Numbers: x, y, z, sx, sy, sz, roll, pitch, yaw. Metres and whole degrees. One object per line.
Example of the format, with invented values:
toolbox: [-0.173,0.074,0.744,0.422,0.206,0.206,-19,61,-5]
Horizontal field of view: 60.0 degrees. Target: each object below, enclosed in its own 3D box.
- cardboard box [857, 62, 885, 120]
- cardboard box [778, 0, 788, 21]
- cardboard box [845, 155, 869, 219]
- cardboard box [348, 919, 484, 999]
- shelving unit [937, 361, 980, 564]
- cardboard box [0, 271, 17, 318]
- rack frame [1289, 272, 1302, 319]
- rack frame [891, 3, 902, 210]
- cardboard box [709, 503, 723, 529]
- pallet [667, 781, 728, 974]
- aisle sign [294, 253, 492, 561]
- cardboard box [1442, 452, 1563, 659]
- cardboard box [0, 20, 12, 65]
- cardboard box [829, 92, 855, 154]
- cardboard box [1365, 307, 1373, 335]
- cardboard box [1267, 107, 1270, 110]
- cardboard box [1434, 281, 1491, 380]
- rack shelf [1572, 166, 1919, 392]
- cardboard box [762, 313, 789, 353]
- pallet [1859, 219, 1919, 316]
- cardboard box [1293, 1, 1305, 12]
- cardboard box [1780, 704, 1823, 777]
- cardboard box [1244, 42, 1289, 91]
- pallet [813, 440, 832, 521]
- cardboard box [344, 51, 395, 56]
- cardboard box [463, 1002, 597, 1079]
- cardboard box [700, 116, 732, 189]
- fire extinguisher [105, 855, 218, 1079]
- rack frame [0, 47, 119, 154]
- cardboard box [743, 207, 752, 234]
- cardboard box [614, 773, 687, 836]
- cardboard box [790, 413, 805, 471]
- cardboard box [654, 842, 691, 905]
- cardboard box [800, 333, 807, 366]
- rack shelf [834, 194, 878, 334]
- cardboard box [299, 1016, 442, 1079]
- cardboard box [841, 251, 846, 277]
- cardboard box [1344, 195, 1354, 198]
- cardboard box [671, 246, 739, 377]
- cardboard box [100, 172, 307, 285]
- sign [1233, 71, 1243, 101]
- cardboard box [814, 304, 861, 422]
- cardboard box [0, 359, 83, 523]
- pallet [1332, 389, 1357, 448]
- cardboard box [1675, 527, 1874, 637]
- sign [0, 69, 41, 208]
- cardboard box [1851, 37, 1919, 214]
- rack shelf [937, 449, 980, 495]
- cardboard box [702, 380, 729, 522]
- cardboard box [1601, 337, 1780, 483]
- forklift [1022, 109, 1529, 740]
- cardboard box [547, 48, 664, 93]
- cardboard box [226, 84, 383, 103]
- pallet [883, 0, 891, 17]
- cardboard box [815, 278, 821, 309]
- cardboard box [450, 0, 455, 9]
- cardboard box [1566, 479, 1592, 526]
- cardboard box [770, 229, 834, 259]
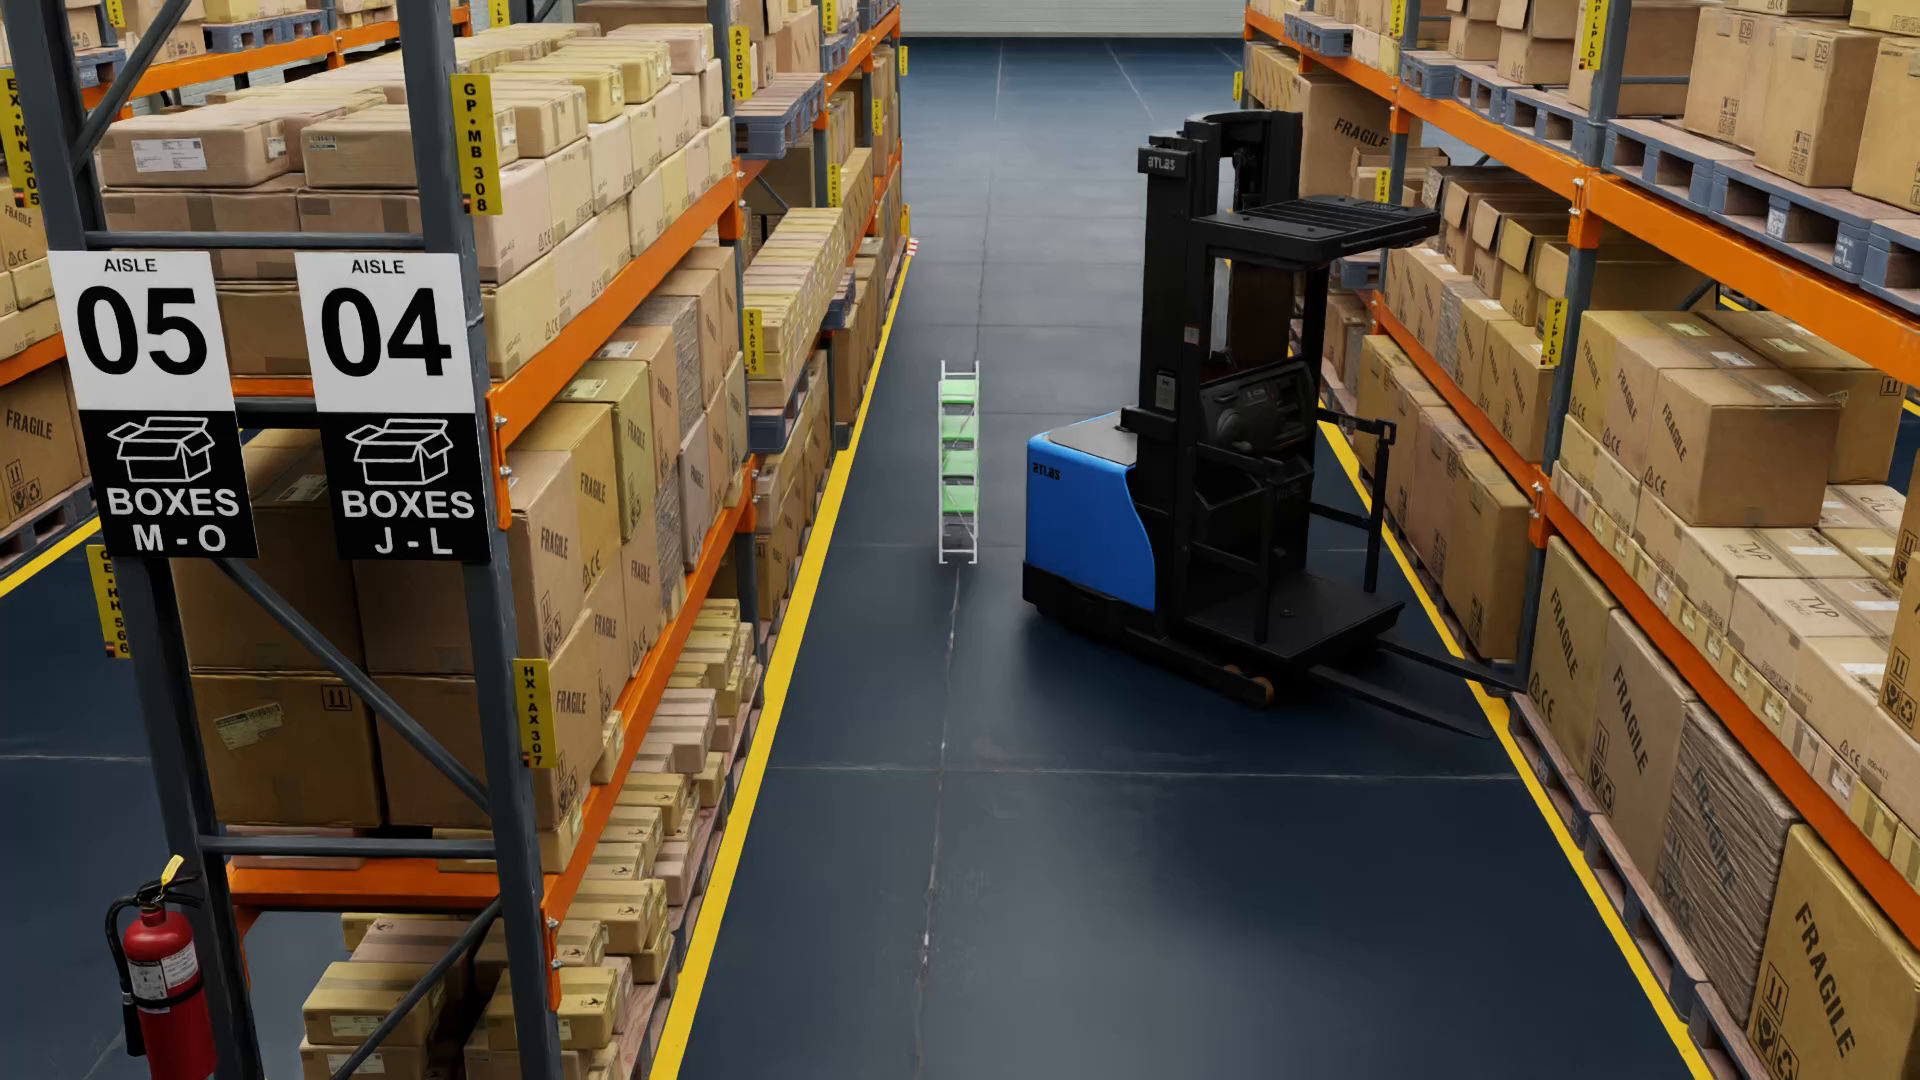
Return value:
cardboard box: [-1.223,-4.573,16.967,0.875,0.550,0.550,1,21,2]
cardboard box: [-1.216,-3.214,9.821,0.396,0.266,0.258,1,21,2]
cardboard box: [-1.087,-3.145,14.849,0.500,0.500,0.500,0,21,1]
cardboard box: [-1.860,1.438,5.714,0.380,0.149,0.250,1,21,3]
shelving unit: [-0.005,-0.500,10.658,0.258,1.200,0.503,1,21,2]
cardboard box: [-6.179,-1.471,10.189,0.500,0.250,0.500,0,21,0]
rack frame: [3.631,-3.381,15.596,1.000,3.000,0.127,1,21,2]
rack frame: [-1.202,-4.919,19.559,1.000,3.000,0.127,1,21,2]
cardboard box: [-1.308,-0.167,7.659,0.380,0.149,0.250,1,21,4]
pallet: [-1.586,1.406,7.114,1.003,0.211,1.213,1,21,2]
aisle sign: [-1.391,-0.316,4.102,0.394,0.787,0.004,1,21,2]
cardboard box: [3.387,0.074,9.047,1.225,0.875,0.875,1,21,2]
cardboard box: [-6.088,-3.074,10.263,0.396,0.266,0.258,0,21,0]
cardboard box: [-1.333,-3.805,15.170,0.700,0.500,0.500,0,21,1]
cardboard box: [3.506,-1.759,13.226,0.500,0.250,0.500,3,21,8]
cardboard box: [3.755,-4.452,17.806,0.875,0.500,0.500,1,21,2]
cardboard box: [3.180,-1.256,9.982,0.500,0.500,0.500,1,21,2]
rack shelf: [3.327,-0.829,5.866,1.077,0.370,4.000,1,21,2]
cardboard box: [-1.095,-1.073,8.592,0.380,0.149,0.250,2,21,4]
pallet: [3.278,-0.668,4.579,1.003,0.211,1.213,1,21,2]
cardboard box: [3.384,-4.877,15.513,0.500,0.250,0.500,1,21,4]
cardboard box: [2.972,0.667,5.511,0.380,0.149,0.250,1,21,3]
cardboard box: [3.464,-5.283,18.566,0.500,0.500,0.500,1,21,2]
pallet: [-1.470,-0.444,11.880,1.003,0.211,1.213,1,21,2]
cardboard box: [-6.039,-4.854,17.459,0.700,0.500,0.500,1,21,1]
cardboard box: [-1.416,1.674,5.516,0.380,0.149,0.250,2,21,4]
cardboard box: [-1.312,-1.728,7.396,0.500,0.250,0.500,1,21,3]
fire extinguisher: [-2.157,1.162,4.509,0.296,0.674,0.183,1,21,2]
rack frame: [-6.396,-2.044,12.150,1.000,3.000,0.127,1,21,2]
cardboard box: [-1.653,-2.216,11.537,0.380,0.149,0.250,1,21,2]
cardboard box: [-1.313,1.061,6.687,0.380,0.149,0.250,1,21,2]
cardboard box: [-1.246,-0.601,10.270,0.500,0.250,0.500,1,21,4]
cardboard box: [-1.301,1.355,6.751,0.380,0.149,0.250,0,21,-1]
cardboard box: [-1.072,-1.077,9.425,0.380,0.149,0.250,1,21,2]
rack shelf: [-1.384,-2.414,14.098,1.077,0.370,4.000,1,21,2]
cardboard box: [-1.958,1.667,5.535,0.380,0.149,0.250,0,21,0]
cardboard box: [-1.001,-1.921,11.601,0.380,0.149,0.250,1,21,3]
cardboard box: [3.290,-2.674,13.379,0.396,0.266,0.258,0,21,0]
cardboard box: [-1.311,-1.058,7.678,0.500,0.500,0.500,0,21,0]
cardboard box: [-1.929,-0.864,4.480,0.500,0.250,0.500,0,21,0]
sign: [3.211,-5.237,19.183,0.100,0.325,0.005,1,21,2]
cardboard box: [-1.337,-1.392,13.000,1.050,0.750,0.750,0,21,1]
cardboard box: [-6.531,-0.678,10.986,0.875,0.875,0.875,1,21,2]
pallet: [3.535,-0.917,13.102,1.003,0.211,1.213,1,21,2]
cardboard box: [3.059,0.155,6.279,0.500,0.250,0.500,1,21,2]
sign: [-2.242,-0.958,3.981,0.100,0.325,0.005,1,21,2]
cardboard box: [3.333,-1.308,5.250,0.700,0.500,0.500,-1,21,-2]
rack shelf: [-0.005,-0.440,10.681,0.258,0.148,0.480,1,21,2]
cardboard box: [-1.316,-0.399,7.362,0.500,0.500,0.500,0,21,0]
cardboard box: [3.095,-0.559,7.082,0.500,0.500,0.500,1,21,2]
forklift: [1.744,-0.689,8.753,1.130,2.935,3.031,-19,28,-39]
cardboard box: [-1.316,-1.743,6.193,0.380,0.149,0.250,0,21,1]
cardboard box: [-1.960,-1.282,5.005,0.380,0.149,0.250,1,21,2]
pallet: [-1.248,-5.565,17.201,1.003,0.211,1.213,1,21,2]
cardboard box: [-1.049,-1.500,10.104,0.380,0.149,0.250,0,21,1]
cardboard box: [-5.859,-5.995,18.535,0.380,0.149,0.250,1,21,2]
cardboard box: [3.039,-0.173,7.676,0.380,0.149,0.250,0,21,0]
cardboard box: [-1.024,-1.918,10.769,0.380,0.149,0.250,1,21,3]
